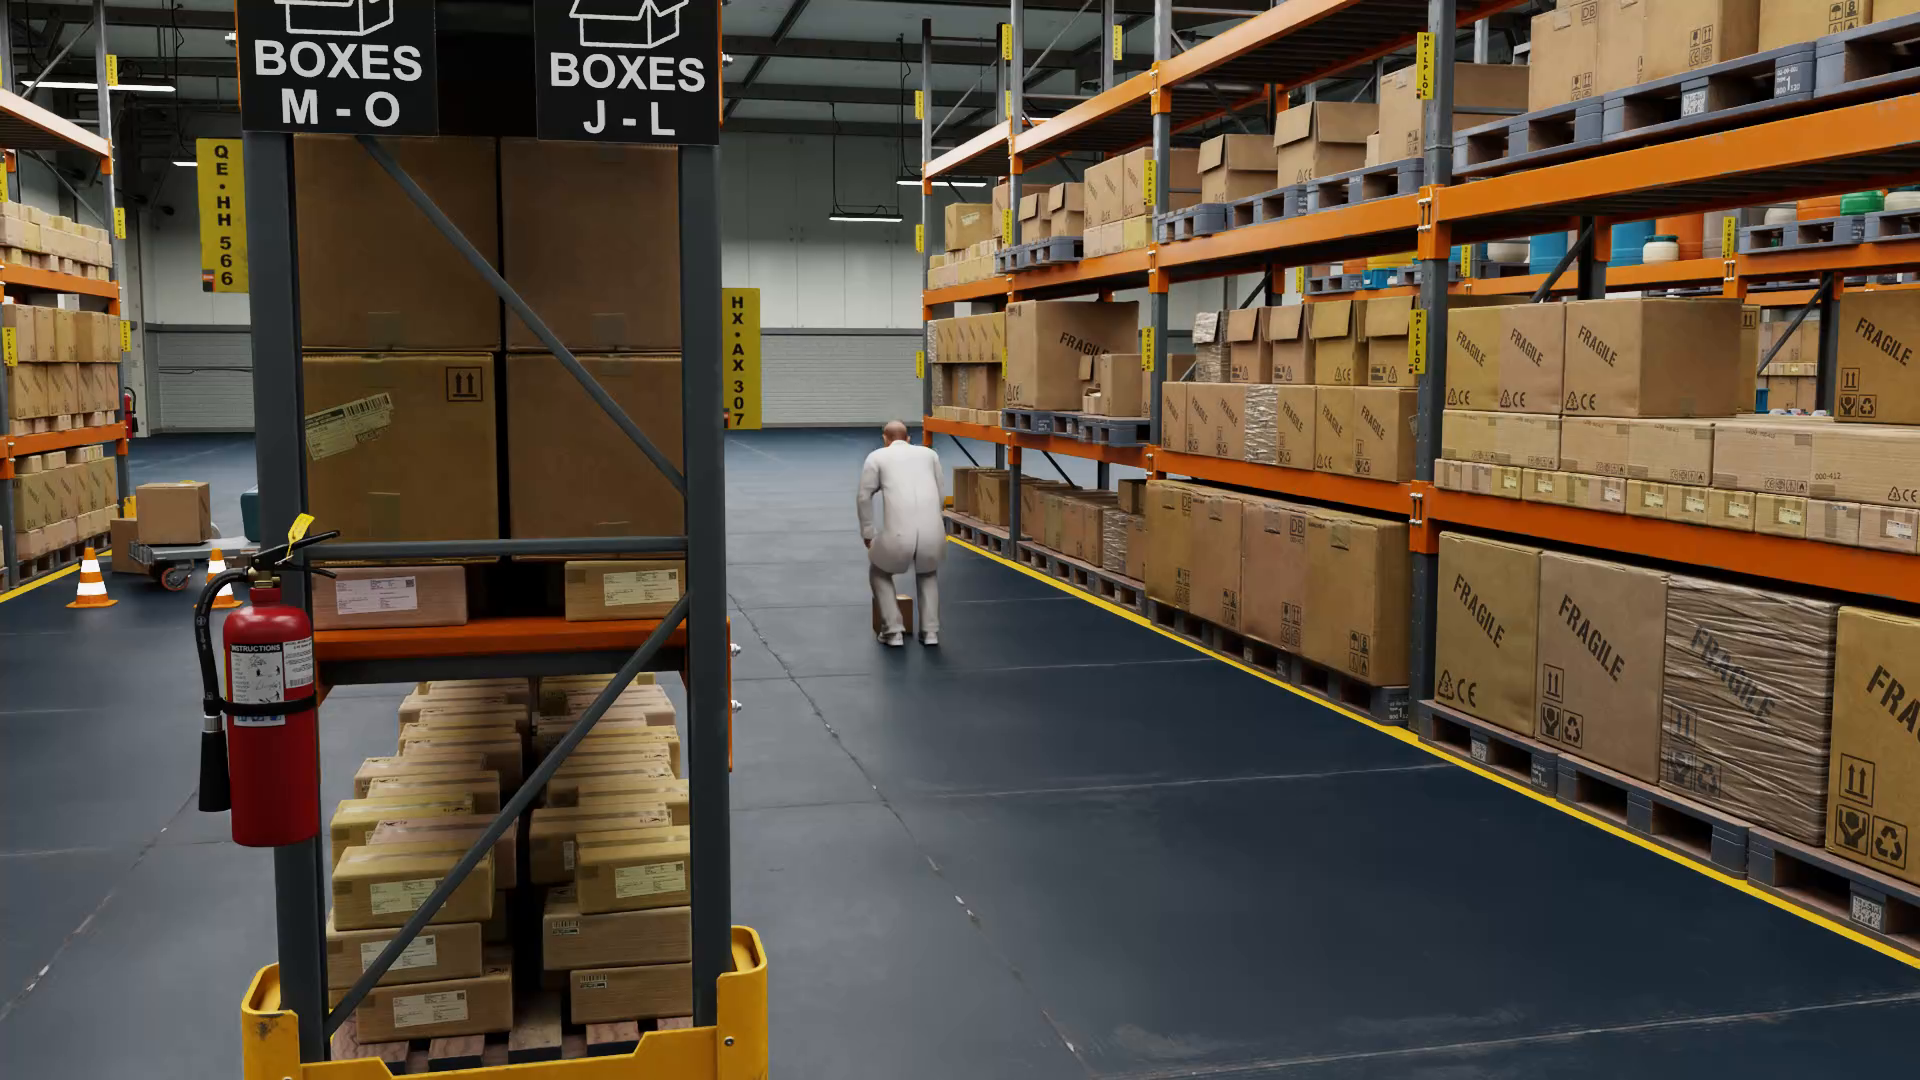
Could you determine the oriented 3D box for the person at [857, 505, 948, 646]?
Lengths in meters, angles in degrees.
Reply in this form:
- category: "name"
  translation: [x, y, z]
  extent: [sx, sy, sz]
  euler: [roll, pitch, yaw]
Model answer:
- category: "person"
  translation: [-0.404, 0.254, 11.655]
  extent: [0.611, 0.905, 0.910]
  euler: [-1, 6, -14]
